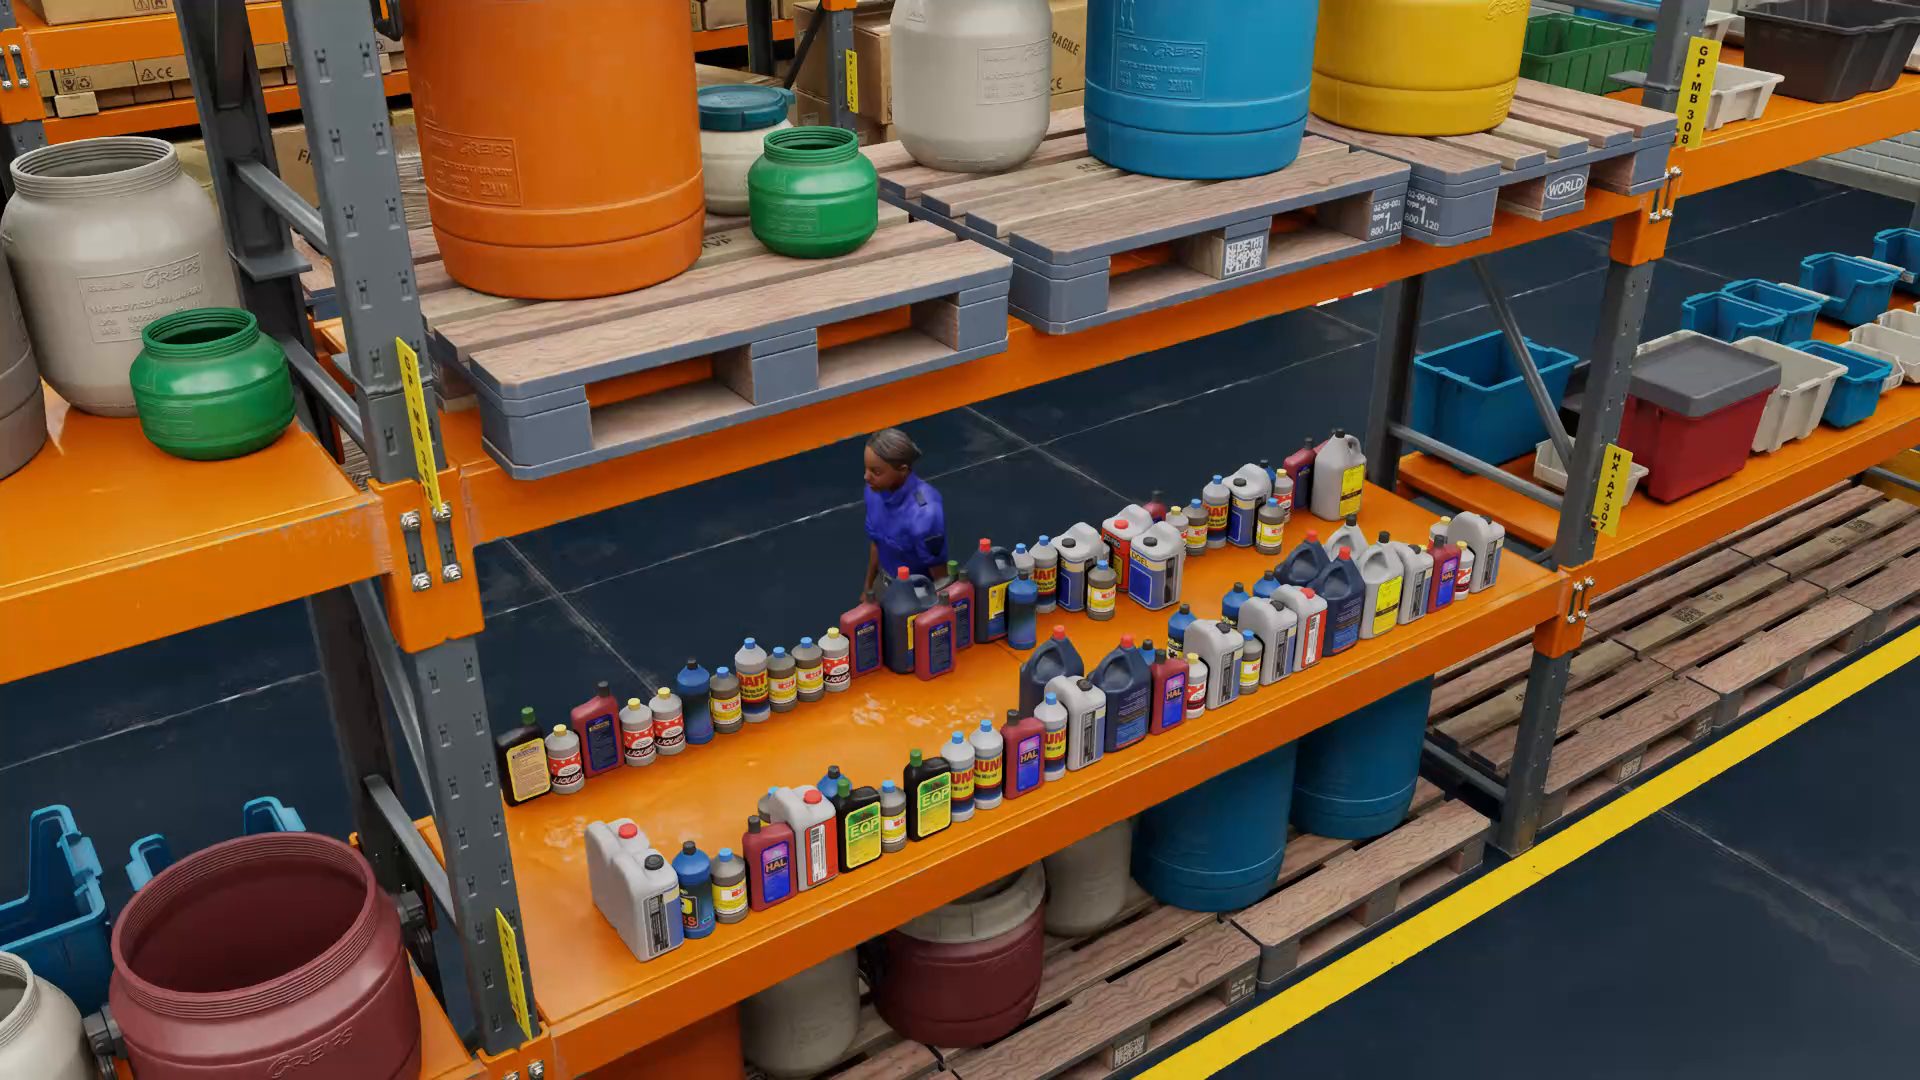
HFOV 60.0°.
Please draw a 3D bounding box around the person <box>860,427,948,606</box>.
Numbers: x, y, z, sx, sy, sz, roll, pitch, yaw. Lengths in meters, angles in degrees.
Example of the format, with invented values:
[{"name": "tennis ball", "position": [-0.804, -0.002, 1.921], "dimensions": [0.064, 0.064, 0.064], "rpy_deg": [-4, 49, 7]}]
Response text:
[{"name": "person", "position": [-0.233, 0.280, 6.620], "dimensions": [0.352, 1.654, 0.505], "rpy_deg": [-20, 34, -31]}]
